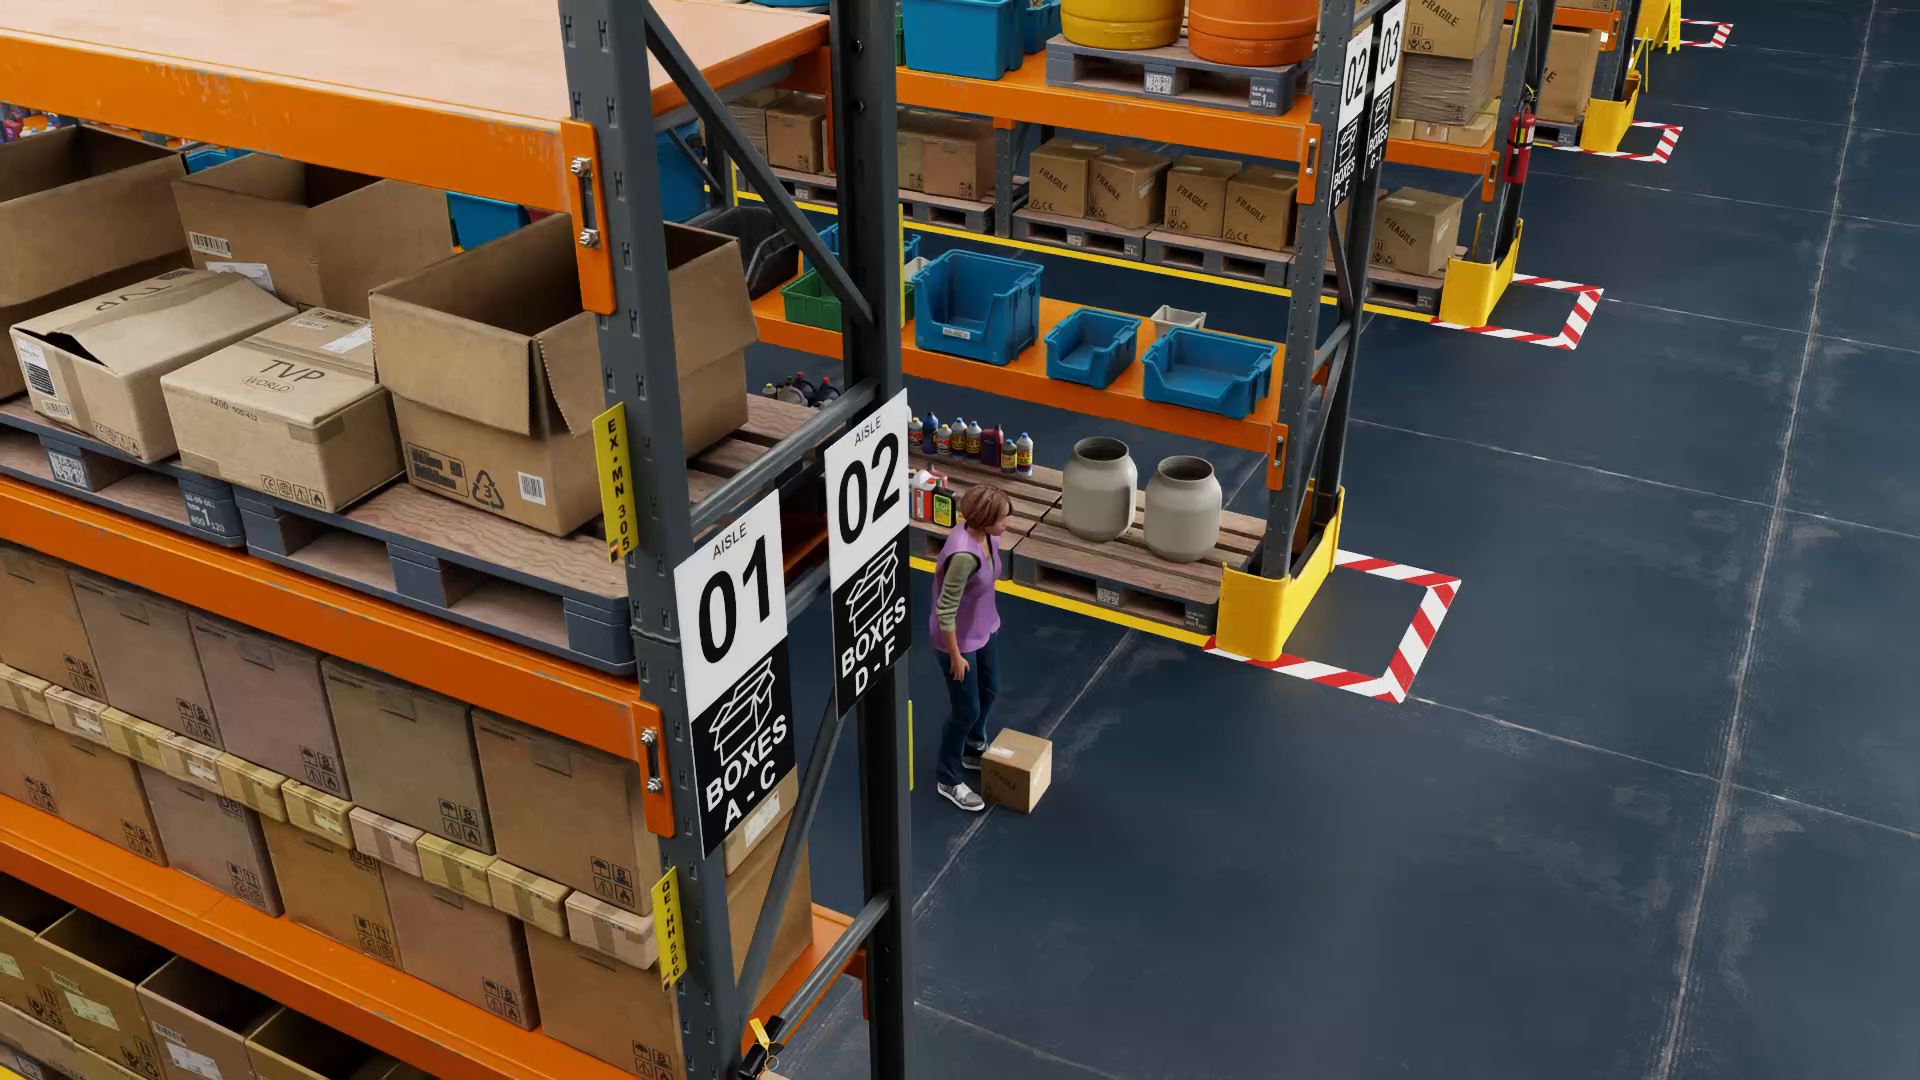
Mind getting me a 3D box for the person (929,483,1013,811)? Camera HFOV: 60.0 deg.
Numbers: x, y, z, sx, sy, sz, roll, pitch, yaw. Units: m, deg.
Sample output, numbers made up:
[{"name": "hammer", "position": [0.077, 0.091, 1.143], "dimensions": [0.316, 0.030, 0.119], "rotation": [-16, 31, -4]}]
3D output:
[{"name": "person", "position": [0.047, 0.449, 7.529], "dimensions": [0.347, 1.592, 0.472], "rotation": [13, 33, 21]}]
